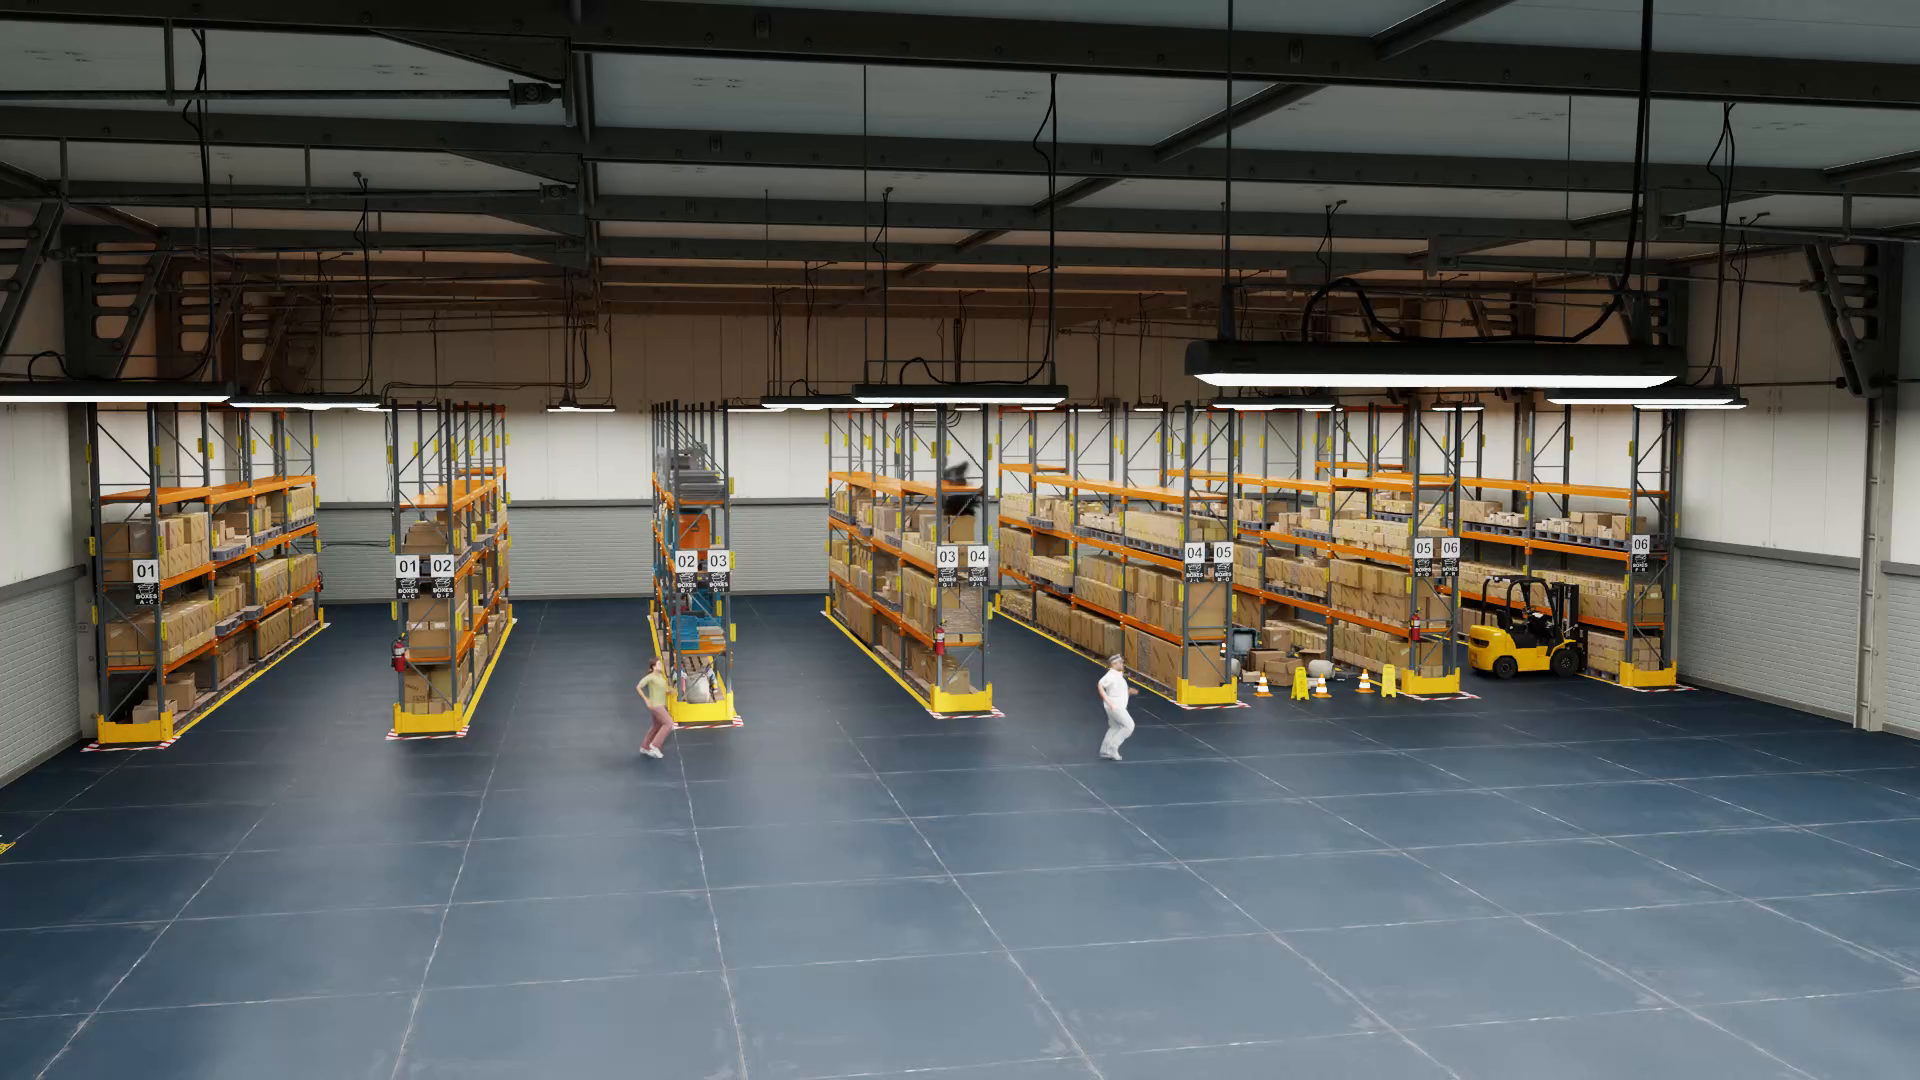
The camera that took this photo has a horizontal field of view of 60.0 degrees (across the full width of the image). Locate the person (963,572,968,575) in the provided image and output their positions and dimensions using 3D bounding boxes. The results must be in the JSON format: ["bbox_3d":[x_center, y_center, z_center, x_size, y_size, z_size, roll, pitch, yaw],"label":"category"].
[{"bbox_3d":[0.397,1.394,45.812,0.581,1.839,0.900,-1,4,-14],"label":"person"}]

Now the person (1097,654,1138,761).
[{"bbox_3d":[2.627,2.764,27.554,0.655,1.769,0.651,1,4,10],"label":"person"}]

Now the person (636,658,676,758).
[{"bbox_3d":[-5.052,2.795,27.770,0.667,1.669,0.523,1,4,10],"label":"person"}]

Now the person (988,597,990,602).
[{"bbox_3d":[0.648,1.214,49.742,0.680,1.571,0.674,-2,5,-23],"label":"person"}]
